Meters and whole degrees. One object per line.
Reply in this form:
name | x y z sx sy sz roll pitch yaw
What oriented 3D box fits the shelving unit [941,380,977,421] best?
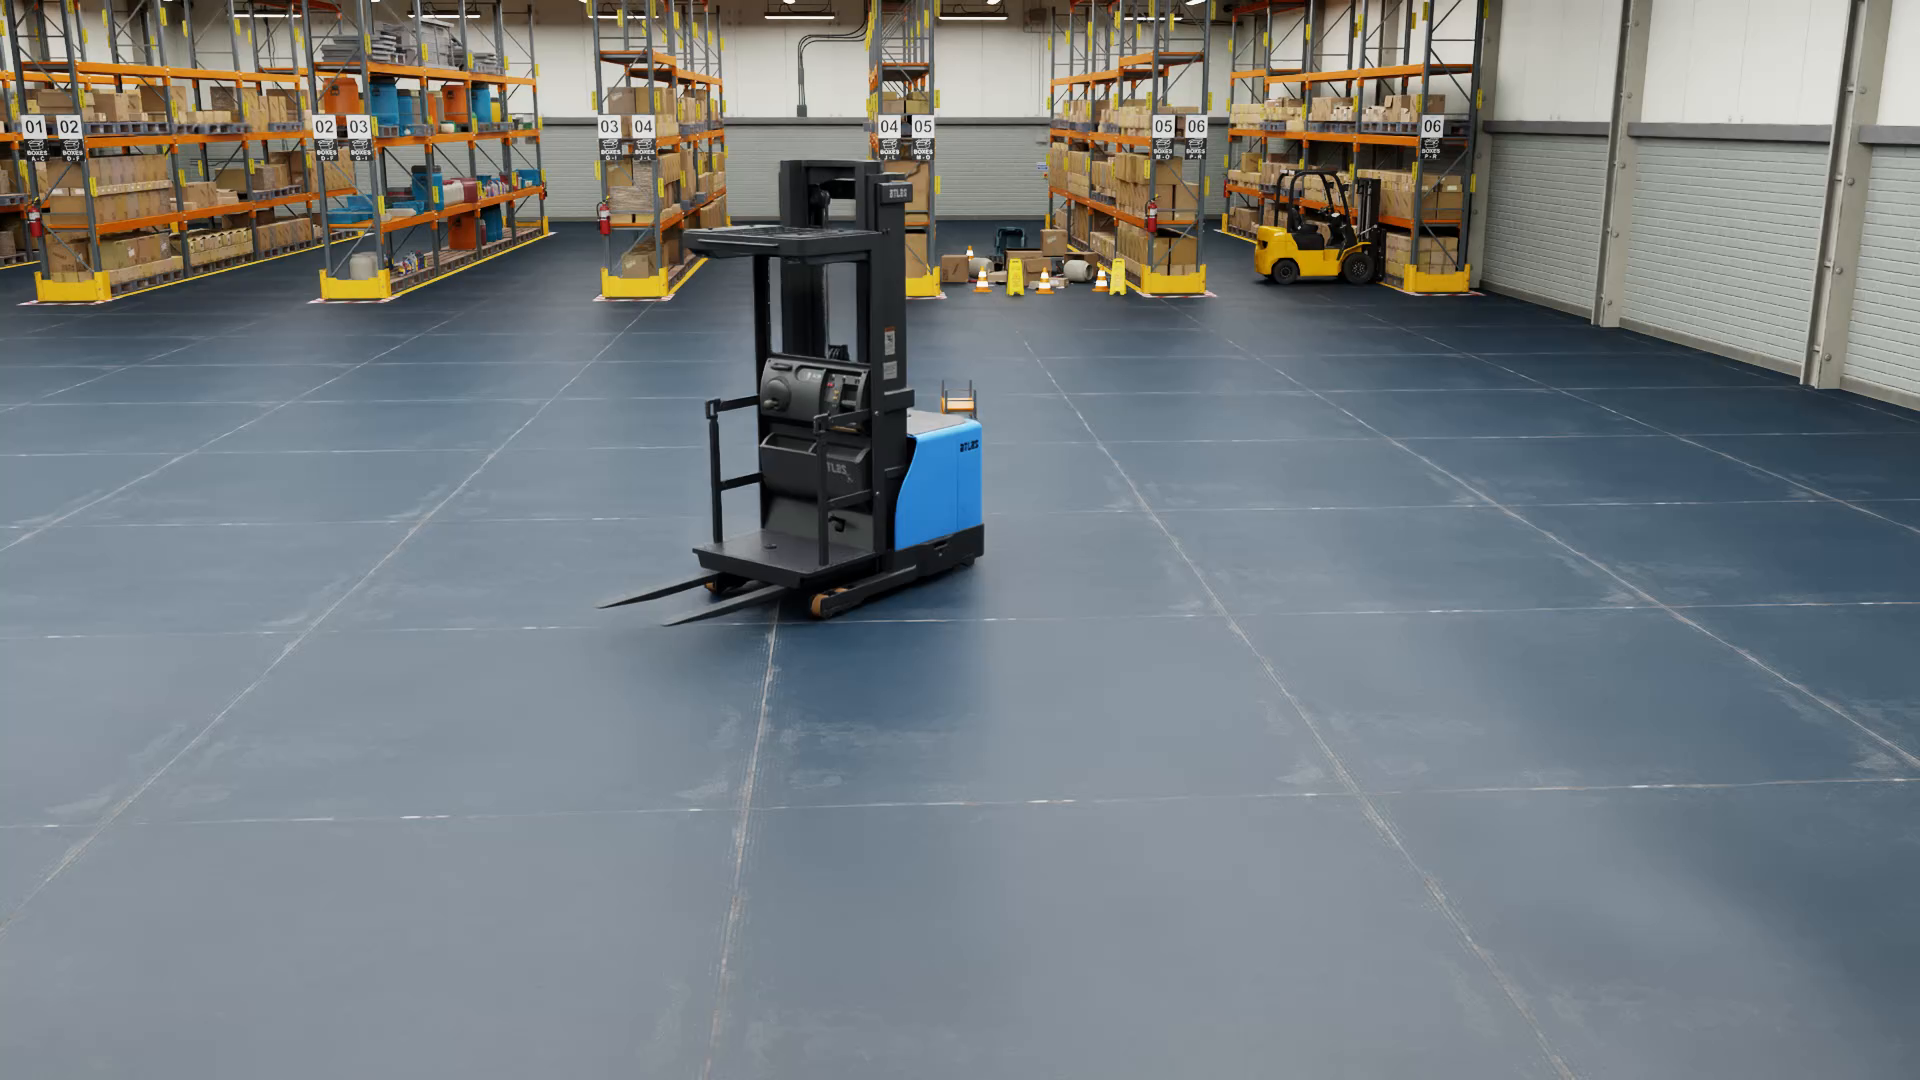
shelving unit | -0.010 -0.622 13.037 0.258 1.200 0.503 -1 14 -3

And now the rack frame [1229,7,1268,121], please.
rack frame | 7.934 -13.016 45.557 1.000 3.000 0.127 -1 14 -3

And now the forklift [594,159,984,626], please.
forklift | -1.124 -1.033 11.161 1.130 2.935 3.031 11 18 36

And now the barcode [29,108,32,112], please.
barcode | -16.307 -7.551 29.169 0.001 0.075 0.075 -1 14 -3

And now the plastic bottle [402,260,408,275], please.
plastic bottle | -10.660 -5.235 31.920 0.061 0.283 0.133 -1 14 -3

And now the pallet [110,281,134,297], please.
pallet | -15.896 -4.589 30.436 1.003 0.211 1.213 -1 14 -3

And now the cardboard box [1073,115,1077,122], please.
cardboard box | 2.957 -10.262 40.496 0.380 0.166 0.250 -2 15 -7

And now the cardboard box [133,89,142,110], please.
cardboard box | -21.405 -11.344 42.828 0.500 0.500 0.500 0 14 -2

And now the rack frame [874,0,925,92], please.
rack frame | -1.211 -9.853 33.262 1.000 3.000 0.127 -1 14 -3

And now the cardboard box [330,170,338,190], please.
cardboard box | -16.407 -9.291 42.918 0.500 0.500 0.500 -1 14 -4

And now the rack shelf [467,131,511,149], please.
rack shelf | -11.483 -9.416 39.028 1.077 0.370 4.000 -1 14 -3

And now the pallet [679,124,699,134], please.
pallet | -6.167 -8.671 35.064 1.213 0.211 1.003 -1 14 -3

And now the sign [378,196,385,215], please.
sign | -10.314 -5.966 29.640 0.100 0.325 0.005 -1 14 -3

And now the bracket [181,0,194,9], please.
bracket | -22.591 -15.656 48.592 0.235 0.232 0.430 -1 14 -3

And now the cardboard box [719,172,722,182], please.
cardboard box | -6.553 -9.583 43.955 0.500 0.250 0.500 -1 14 -5

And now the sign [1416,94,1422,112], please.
sign | 8.383 -7.970 30.346 0.100 0.325 0.005 -1 14 -3

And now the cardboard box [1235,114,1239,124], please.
cardboard box | 7.741 -11.395 44.977 0.500 0.250 0.500 -1 14 -2

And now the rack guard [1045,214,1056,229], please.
rack guard | 2.979 -8.829 46.338 1.175 0.500 0.348 -1 14 -3

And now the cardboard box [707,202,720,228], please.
cardboard box | -6.603 -7.901 41.137 1.225 0.875 0.875 -1 14 -3

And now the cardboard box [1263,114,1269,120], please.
cardboard box | 7.785 -10.554 41.466 0.380 0.149 0.250 -1 14 -3

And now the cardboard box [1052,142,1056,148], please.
cardboard box | 2.726 -10.788 45.425 0.380 0.149 0.250 -1 14 -2

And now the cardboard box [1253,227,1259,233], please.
cardboard box | 7.854 -8.073 43.262 0.380 0.149 0.250 -1 14 -5

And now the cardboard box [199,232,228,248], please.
cardboard box | -15.928 -6.376 35.339 0.500 0.311 0.500 0 14 -2

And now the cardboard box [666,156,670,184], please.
cardboard box | -5.738 -6.968 31.284 0.500 0.500 0.500 -1 14 -3

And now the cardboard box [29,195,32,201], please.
cardboard box | -21.043 -7.698 37.389 0.380 0.149 0.250 -1 14 -3

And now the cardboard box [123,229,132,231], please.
cardboard box | -21.466 -7.962 42.124 0.700 0.500 0.500 -1 14 -4

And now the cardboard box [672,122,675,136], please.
cardboard box | -5.857 -8.037 32.524 0.500 0.250 0.500 -1 14 -2

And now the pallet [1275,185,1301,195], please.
pallet | 8.305 -8.512 40.475 1.003 0.211 1.213 -1 14 -3

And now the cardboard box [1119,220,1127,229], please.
cardboard box | 3.438 -6.415 33.809 0.380 0.149 0.250 -1 14 -3

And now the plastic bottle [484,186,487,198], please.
plastic bottle | -11.100 -8.124 38.839 0.097 0.271 0.097 0 14 0

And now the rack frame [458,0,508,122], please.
rack frame | -11.607 -11.715 40.497 1.000 3.000 0.127 -1 14 -3

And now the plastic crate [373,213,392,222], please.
plastic crate | -10.597 -5.925 30.563 0.298 0.136 0.250 -1 14 -3

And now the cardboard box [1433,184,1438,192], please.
cardboard box | 9.084 -6.643 31.324 0.380 0.149 0.250 -1 14 -3

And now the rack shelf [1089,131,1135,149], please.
rack shelf | 3.600 -8.651 36.053 1.077 0.370 4.000 -1 14 -3

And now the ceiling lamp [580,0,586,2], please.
ceiling lamp | -8.761 -14.377 39.131 0.800 3.185 2.000 -1 14 -3

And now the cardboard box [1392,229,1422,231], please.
cardboard box | 8.965 -6.111 33.428 0.500 0.250 0.500 -1 14 -3

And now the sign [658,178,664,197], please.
sign | -5.378 -6.329 29.868 0.100 0.325 0.005 -1 14 -3

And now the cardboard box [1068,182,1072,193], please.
cardboard box | 2.992 -8.853 41.714 0.500 0.250 0.500 -1 14 -5

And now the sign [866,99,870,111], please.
sign | -2.496 -11.800 45.093 0.100 0.325 0.005 -1 14 -3

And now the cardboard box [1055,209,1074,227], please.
cardboard box | 3.121 -8.834 45.638 0.875 0.438 0.875 -1 14 -5

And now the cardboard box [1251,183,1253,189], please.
cardboard box | 7.843 -9.264 43.518 0.380 0.149 0.250 -1 14 -2

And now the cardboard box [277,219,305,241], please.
cardboard box | -16.212 -7.495 40.270 0.500 0.500 0.500 -1 14 -3

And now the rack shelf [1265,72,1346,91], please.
rack shelf | 8.306 -10.982 39.897 1.077 0.370 4.000 -1 14 -3

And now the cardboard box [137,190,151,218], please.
cardboard box | -15.955 -6.426 31.783 0.700 0.500 0.500 -1 14 -3

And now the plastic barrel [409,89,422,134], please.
plastic barrel | -11.400 -8.801 34.187 0.600 0.901 0.600 0 14 0

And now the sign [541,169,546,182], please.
sign | -11.306 -9.896 45.140 0.100 0.325 0.005 -1 14 -3

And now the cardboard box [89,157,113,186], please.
cardboard box | -15.865 -6.686 30.189 0.700 0.500 0.500 -1 14 -5

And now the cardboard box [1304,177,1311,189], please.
cardboard box | 8.188 -8.176 38.083 0.500 0.250 0.500 -1 14 -3

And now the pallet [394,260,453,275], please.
pallet | -11.198 -5.664 34.616 1.003 0.211 1.213 -1 14 -3

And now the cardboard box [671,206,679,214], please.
cardboard box | -5.772 -6.540 32.928 0.380 0.149 0.250 -1 14 -3

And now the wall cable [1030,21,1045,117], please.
wall cable | 2.346 -14.349 50.737 0.463 3.000 0.029 -1 14 -3

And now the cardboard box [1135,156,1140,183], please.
cardboard box | 3.698 -6.981 31.334 0.700 0.500 0.500 -1 14 -3

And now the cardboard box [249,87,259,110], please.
cardboard box | -16.387 -10.087 37.982 0.500 0.500 0.500 -1 14 -3

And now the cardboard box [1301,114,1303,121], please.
cardboard box | 8.171 -9.844 38.747 0.380 0.149 0.250 -1 14 -5
